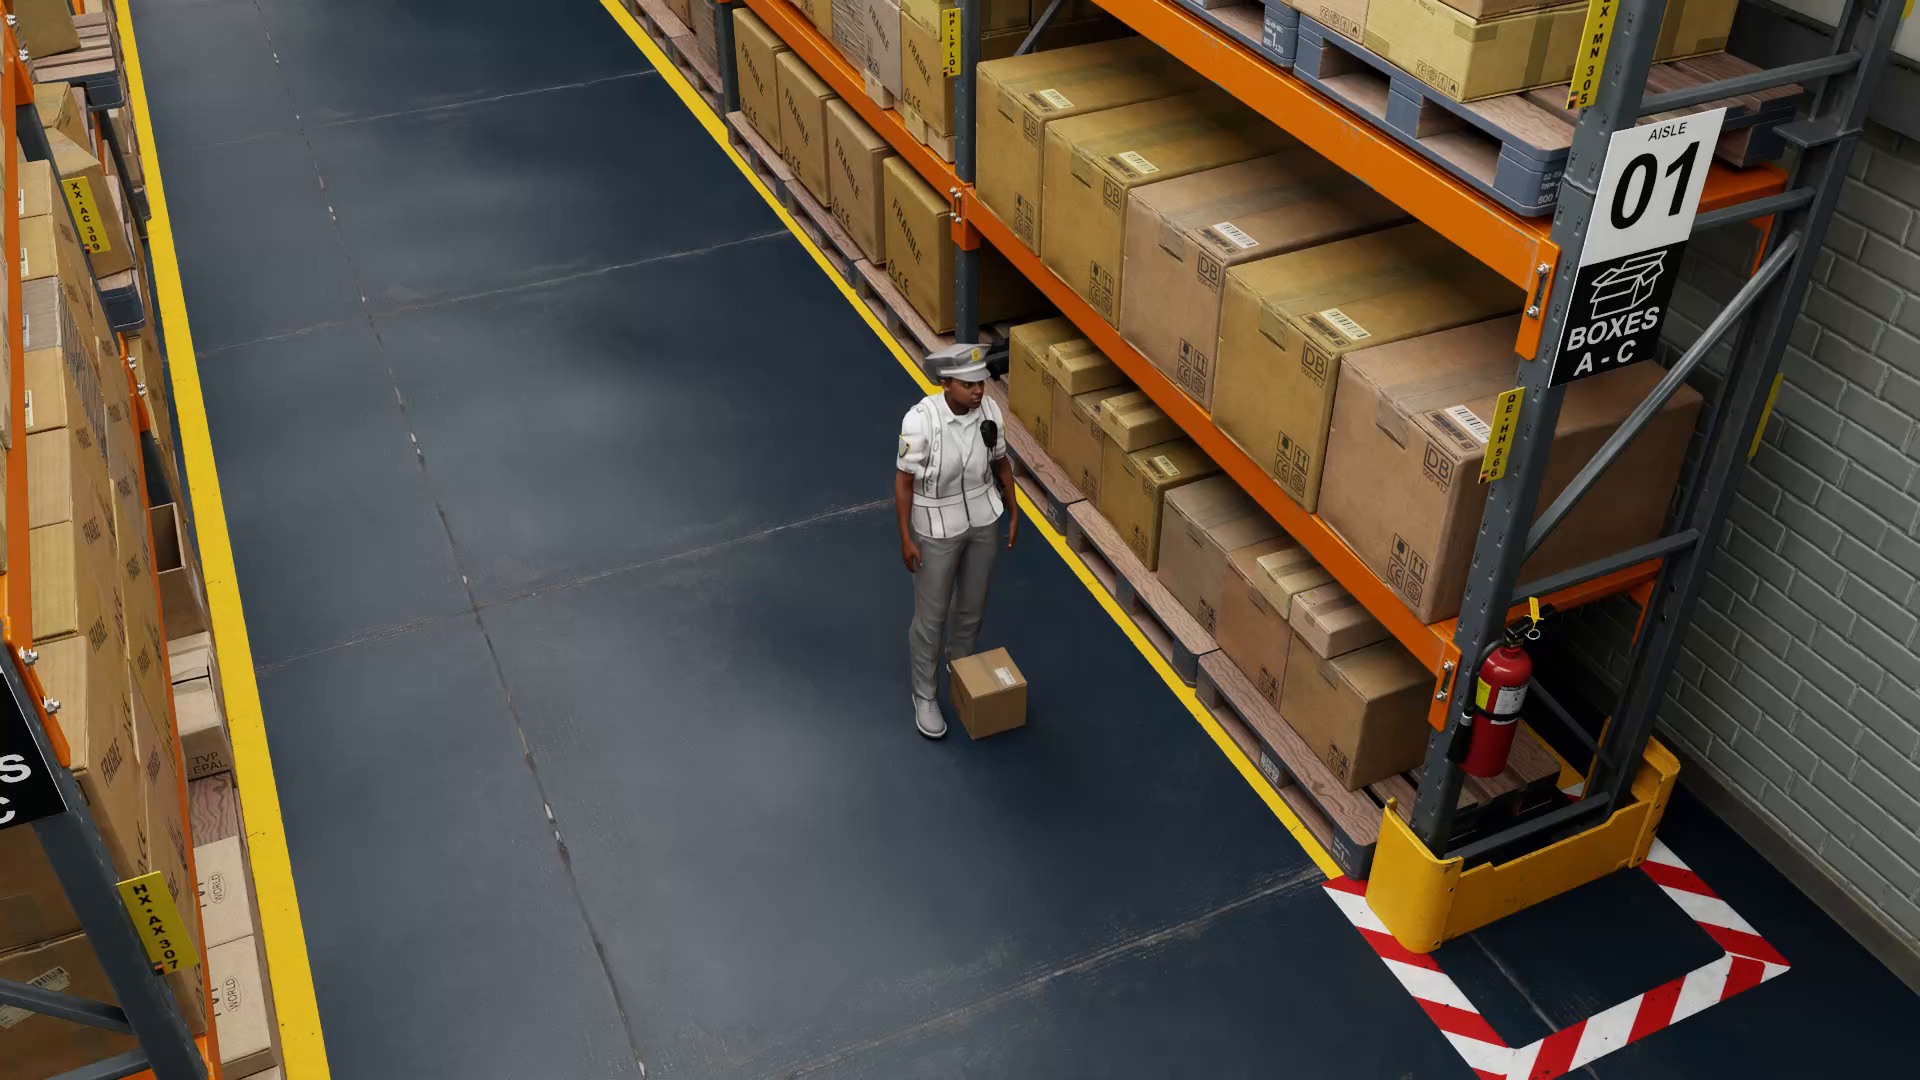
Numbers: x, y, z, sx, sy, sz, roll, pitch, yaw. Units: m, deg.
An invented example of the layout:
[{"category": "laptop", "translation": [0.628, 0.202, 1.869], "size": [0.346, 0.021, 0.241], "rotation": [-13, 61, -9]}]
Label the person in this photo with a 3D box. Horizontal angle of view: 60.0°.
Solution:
[{"category": "person", "translation": [0.003, -0.024, 6.843], "size": [0.569, 1.696, 0.528], "rotation": [-16, 40, -20]}]
